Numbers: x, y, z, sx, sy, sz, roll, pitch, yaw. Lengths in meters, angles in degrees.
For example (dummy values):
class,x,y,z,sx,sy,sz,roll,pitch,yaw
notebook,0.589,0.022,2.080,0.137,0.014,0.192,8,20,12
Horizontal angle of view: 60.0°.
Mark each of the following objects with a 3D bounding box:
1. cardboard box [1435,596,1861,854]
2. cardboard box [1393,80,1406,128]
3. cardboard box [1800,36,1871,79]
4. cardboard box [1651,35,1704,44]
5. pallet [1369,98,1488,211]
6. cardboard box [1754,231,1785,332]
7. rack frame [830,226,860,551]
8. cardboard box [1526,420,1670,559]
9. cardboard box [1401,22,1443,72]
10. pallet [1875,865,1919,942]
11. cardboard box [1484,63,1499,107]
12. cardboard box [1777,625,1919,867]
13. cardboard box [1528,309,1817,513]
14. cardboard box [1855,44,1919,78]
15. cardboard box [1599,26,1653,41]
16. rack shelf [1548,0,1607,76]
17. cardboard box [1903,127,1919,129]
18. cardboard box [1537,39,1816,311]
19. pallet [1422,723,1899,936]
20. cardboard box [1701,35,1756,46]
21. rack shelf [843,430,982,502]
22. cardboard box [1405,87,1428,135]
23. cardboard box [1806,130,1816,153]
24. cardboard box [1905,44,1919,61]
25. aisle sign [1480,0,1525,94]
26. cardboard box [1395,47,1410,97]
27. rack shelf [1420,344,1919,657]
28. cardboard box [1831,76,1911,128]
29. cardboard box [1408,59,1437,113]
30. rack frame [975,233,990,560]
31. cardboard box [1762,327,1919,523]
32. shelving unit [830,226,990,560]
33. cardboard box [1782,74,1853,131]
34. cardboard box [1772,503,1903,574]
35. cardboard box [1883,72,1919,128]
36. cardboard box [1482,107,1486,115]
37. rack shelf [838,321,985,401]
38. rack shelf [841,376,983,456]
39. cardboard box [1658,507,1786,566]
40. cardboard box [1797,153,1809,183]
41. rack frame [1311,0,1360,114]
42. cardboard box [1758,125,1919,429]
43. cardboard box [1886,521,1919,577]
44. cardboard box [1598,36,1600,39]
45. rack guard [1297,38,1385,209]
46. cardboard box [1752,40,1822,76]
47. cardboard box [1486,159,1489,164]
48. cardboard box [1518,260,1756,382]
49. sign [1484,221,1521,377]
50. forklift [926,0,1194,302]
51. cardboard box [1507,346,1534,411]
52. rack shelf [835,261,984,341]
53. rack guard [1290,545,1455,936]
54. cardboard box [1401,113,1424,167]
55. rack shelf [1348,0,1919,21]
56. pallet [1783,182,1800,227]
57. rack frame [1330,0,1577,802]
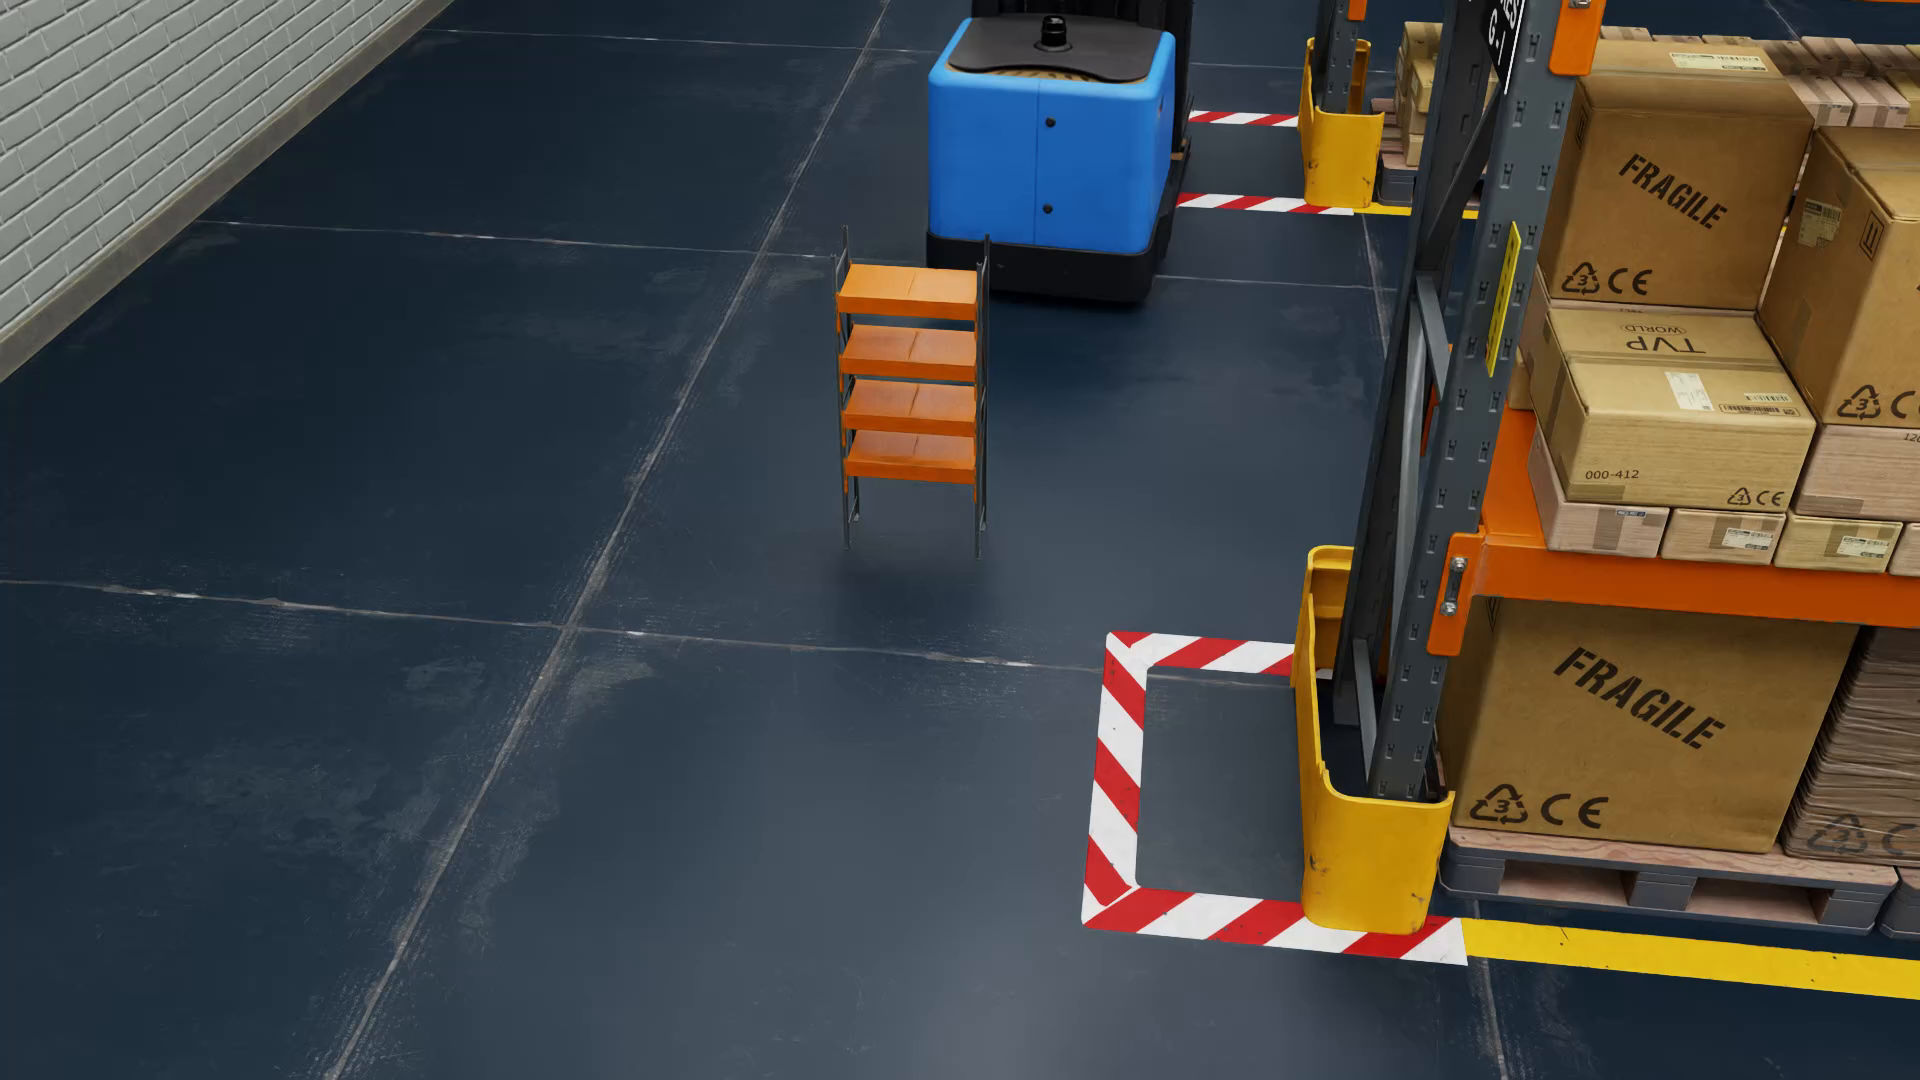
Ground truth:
class,x,y,z,sx,sy,sz,roll,pitch,yaw
cardboard box,1.887,0.246,4.791,0.875,0.875,0.875,4,36,6
cardboard box,2.523,-2.392,9.112,0.250,0.149,0.380,5,36,7
cardboard box,4.600,-2.518,8.777,0.250,0.149,0.380,5,36,7
cardboard box,3.816,-2.535,8.800,0.250,0.149,0.380,3,36,4
pallet,2.851,-2.079,8.981,1.213,0.211,1.003,4,36,6
cardboard box,2.260,-0.589,4.366,0.500,0.250,0.500,4,36,5
rack frame,-0.406,-0.519,5.944,0.015,1.200,0.240,4,36,6
cardboard box,1.552,-0.131,4.067,0.250,0.149,0.380,5,36,6
cardboard box,2.532,-2.659,8.975,0.250,0.149,0.380,5,36,7
pallet,3.252,0.791,4.960,1.213,0.211,1.003,4,36,6
cardboard box,2.739,-2.367,8.565,0.250,0.149,0.380,5,36,7
cardboard box,2.790,0.313,4.697,0.875,0.875,0.875,4,36,6
cardboard box,1.684,-0.318,3.987,0.500,0.250,0.500,3,36,5
cardboard box,4.842,-2.453,8.685,0.250,0.149,0.380,3,36,5
cardboard box,3.569,-2.618,8.917,0.250,0.149,0.380,6,36,8
rack shelf,3.226,-1.230,3.428,4.000,0.370,1.077,4,36,6
cardboard box,4.815,-2.073,8.409,0.250,0.149,0.380,5,36,6
cardboard box,1.759,-0.930,4.199,0.500,0.500,0.500,5,36,7
pallet,2.045,0.700,5.088,1.213,0.211,1.003,4,36,6
cardboard box,4.080,-2.532,8.796,0.250,0.149,0.380,4,36,6
rack shelf,-0.164,-0.284,6.073,0.480,0.148,0.258,4,36,6
cardboard box,2.461,-2.245,8.650,0.250,0.149,0.380,6,36,8
cardboard box,4.296,-2.112,8.464,0.250,0.149,0.380,3,36,4
cardboard box,5.104,-2.446,8.676,0.250,0.149,0.380,4,36,5
aisle sign,1.133,-1.340,3.308,0.004,0.787,0.394,4,36,6
cardboard box,2.534,-2.557,9.087,0.250,0.149,0.380,3,36,5
rack shelf,3.226,-0.009,4.299,4.000,0.370,1.077,4,36,6
cardboard box,4.522,-2.174,8.295,0.250,0.149,0.380,3,36,4
cardboard box,2.451,-2.318,8.496,0.250,0.149,0.380,3,36,4
rack frame,0.078,-0.483,5.893,0.015,1.200,0.240,4,36,6
cardboard box,2.200,-0.284,3.939,0.500,0.250,0.500,4,36,5
shelving unit,-0.164,-0.501,5.919,0.503,1.200,0.258,4,36,6
cardboard box,4.253,-2.187,8.313,0.250,0.149,0.380,3,36,4
cardboard box,2.061,-0.094,4.016,0.250,0.149,0.380,3,36,5
cardboard box,4.802,-2.207,8.341,0.250,0.149,0.380,5,36,7
cardboard box,2.726,-2.192,8.576,0.250,0.149,0.380,4,36,6
rack shelf,-0.164,-0.628,5.828,0.480,0.148,0.258,4,36,6
rack shelf,-0.164,-0.446,5.958,0.480,0.148,0.258,4,36,6
cardboard box,1.807,-0.113,4.042,0.250,0.149,0.380,4,36,5
cardboard box,4.233,-1.982,8.537,0.250,0.149,0.380,5,36,7
rack frame,1.974,-3.300,8.292,0.127,3.000,1.000,4,36,6
cardboard box,2.180,-0.587,3.717,0.500,0.500,0.500,3,36,5
cardboard box,2.320,-0.075,3.990,0.250,0.149,0.380,4,36,5
cardboard box,3.295,-2.606,8.900,0.250,0.149,0.380,3,36,4
rack guard,2.050,-2.277,9.010,0.348,0.500,1.175,4,36,6
cardboard box,4.319,-2.491,8.739,0.250,0.149,0.380,3,36,4
cardboard box,2.723,-2.115,8.724,0.250,0.149,0.380,4,36,6
cardboard box,1.757,-0.627,4.419,0.500,0.250,0.500,4,36,5
sign,1.166,-0.515,3.576,0.005,0.325,0.100,4,36,6
forklift,0.648,-3.140,8.127,1.130,2.935,3.031,7,36,10
cardboard box,1.637,-0.511,4.600,0.250,0.149,0.380,5,36,7
rack shelf,-0.164,-0.820,5.690,0.480,0.148,0.258,4,36,6
rack guard,1.218,0.566,5.026,0.348,0.500,1.175,4,36,6
cardboard box,2.453,-2.087,8.685,0.250,0.149,0.380,5,36,7
rack shelf,3.958,-2.859,8.293,4.000,0.370,1.077,4,36,6
pallet,4.058,-1.987,8.853,1.213,0.211,1.003,4,36,6
rack frame,1.242,-0.450,4.298,0.127,3.000,1.000,4,36,6
